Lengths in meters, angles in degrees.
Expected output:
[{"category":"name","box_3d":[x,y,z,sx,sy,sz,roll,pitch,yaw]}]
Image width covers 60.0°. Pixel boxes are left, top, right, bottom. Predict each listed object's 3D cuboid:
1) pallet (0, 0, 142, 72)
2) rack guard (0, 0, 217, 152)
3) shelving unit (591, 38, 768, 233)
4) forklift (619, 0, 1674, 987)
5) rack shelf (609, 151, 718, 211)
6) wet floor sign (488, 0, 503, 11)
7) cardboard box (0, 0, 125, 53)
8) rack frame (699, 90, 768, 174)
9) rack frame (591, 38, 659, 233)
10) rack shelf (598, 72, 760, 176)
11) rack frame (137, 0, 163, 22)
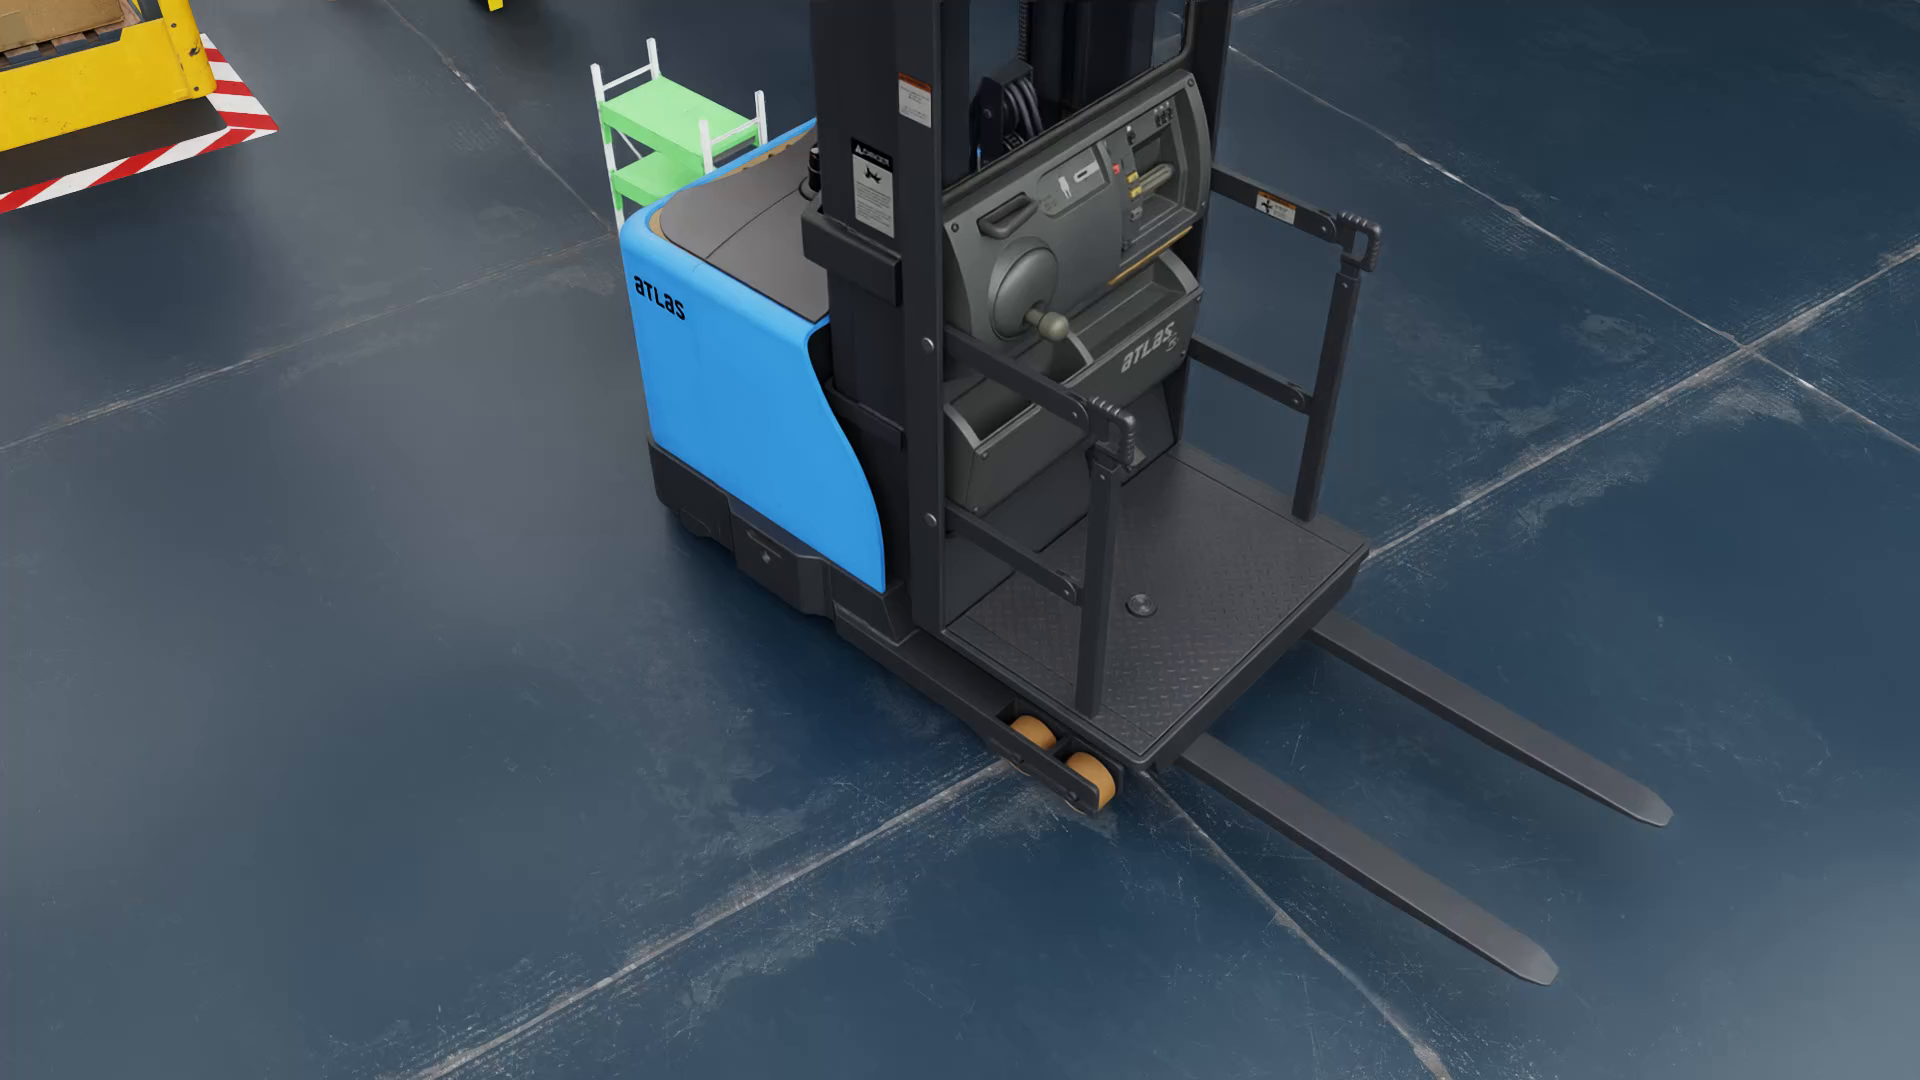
[{"category":"pallet","box_3d":[-4.366,-2.354,7.563,1.003,0.211,1.213,-26,49,-24]},{"category":"rack guard","box_3d":[-3.831,-2.023,7.007,1.175,0.500,0.348,-26,49,-24]},{"category":"shelving unit","box_3d":[-0.846,-0.940,5.366,0.503,1.200,0.258,32,52,29]},{"category":"forklift","box_3d":[0.461,-0.737,3.900,3.031,2.935,1.130,32,52,29]},{"category":"rack shelf","box_3d":[-0.846,-1.067,5.244,0.480,0.148,0.258,32,52,29]},{"category":"wet floor sign","box_3d":[-2.204,-2.855,7.774,0.267,0.644,0.232,-35,53,-31]},{"category":"cardboard box","box_3d":[-4.287,-2.682,7.122,0.875,0.875,0.875,-25,49,-24]},{"category":"rack frame","box_3d":[-0.664,-0.827,5.247,0.015,1.200,0.240,32,52,29]},{"category":"rack frame","box_3d":[-1.027,-1.053,5.484,0.015,1.200,0.240,32,52,29]},{"category":"rack shelf","box_3d":[-0.846,-1.241,5.078,0.480,0.148,0.258,32,52,29]},{"category":"rack frame","box_3d":[-3.845,-2.941,6.158,1.000,3.000,0.127,-26,49,-24]}]
